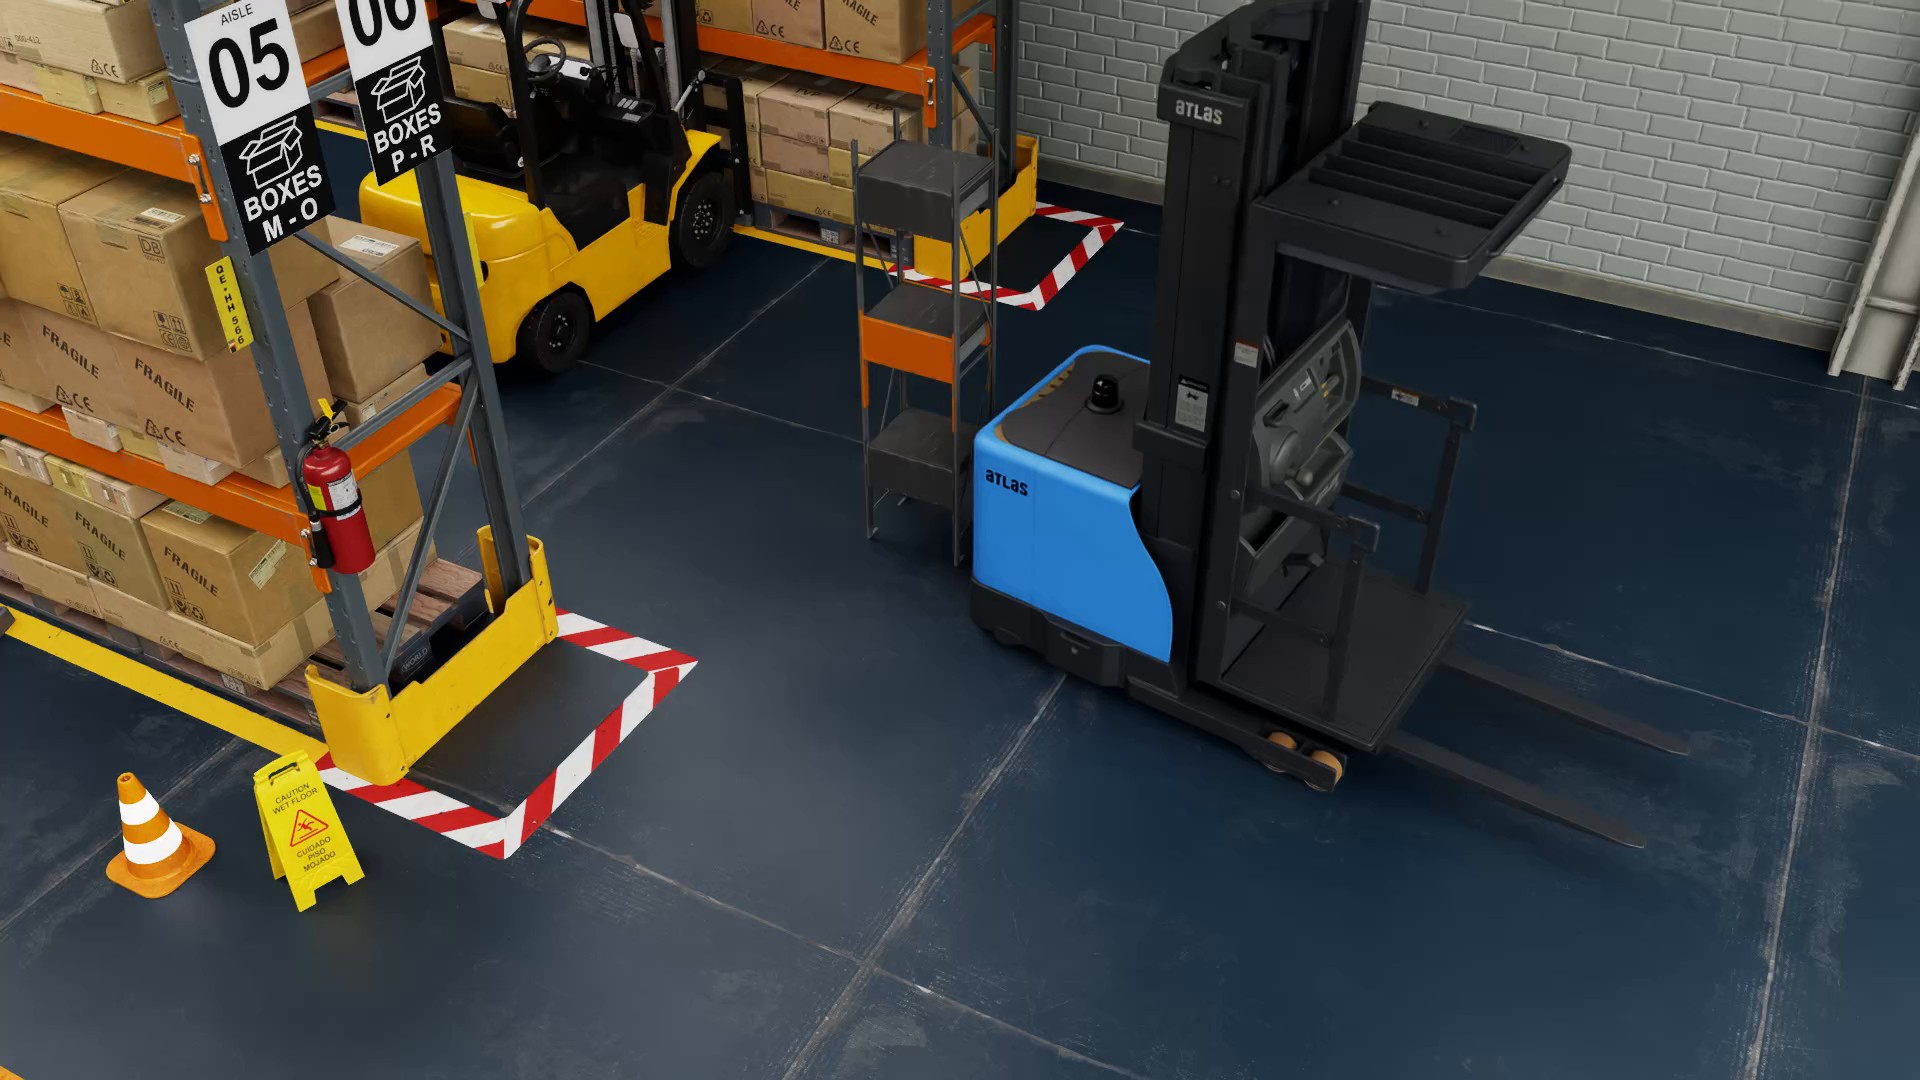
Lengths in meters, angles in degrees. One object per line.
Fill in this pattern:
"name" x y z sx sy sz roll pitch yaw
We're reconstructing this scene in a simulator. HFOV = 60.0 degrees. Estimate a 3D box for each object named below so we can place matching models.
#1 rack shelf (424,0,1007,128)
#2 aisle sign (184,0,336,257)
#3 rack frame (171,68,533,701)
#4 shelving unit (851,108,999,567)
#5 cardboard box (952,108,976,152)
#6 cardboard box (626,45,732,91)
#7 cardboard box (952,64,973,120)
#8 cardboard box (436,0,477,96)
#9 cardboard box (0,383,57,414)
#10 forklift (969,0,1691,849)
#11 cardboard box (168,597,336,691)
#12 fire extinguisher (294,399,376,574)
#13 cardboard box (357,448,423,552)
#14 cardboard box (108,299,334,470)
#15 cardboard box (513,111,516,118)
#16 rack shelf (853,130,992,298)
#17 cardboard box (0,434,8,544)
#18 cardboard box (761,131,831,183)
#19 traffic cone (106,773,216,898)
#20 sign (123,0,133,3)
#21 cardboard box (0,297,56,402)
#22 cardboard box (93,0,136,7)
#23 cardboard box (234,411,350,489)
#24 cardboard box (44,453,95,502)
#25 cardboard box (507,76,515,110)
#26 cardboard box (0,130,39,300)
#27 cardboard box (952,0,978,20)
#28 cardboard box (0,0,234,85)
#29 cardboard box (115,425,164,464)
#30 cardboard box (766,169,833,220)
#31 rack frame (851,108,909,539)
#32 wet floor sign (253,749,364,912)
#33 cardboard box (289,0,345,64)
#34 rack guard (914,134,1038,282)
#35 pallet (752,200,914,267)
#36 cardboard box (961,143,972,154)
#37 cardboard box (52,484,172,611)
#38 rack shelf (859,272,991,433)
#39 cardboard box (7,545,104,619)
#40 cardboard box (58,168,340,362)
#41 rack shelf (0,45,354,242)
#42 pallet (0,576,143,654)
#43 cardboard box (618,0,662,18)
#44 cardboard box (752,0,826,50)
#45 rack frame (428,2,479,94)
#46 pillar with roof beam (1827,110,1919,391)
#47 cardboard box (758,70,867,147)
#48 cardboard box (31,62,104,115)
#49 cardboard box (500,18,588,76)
"rack shelf" -1.687 -3.433 10.906 4.000 0.370 1.077 17 41 21
"aisle sign" -2.269 -1.360 5.430 0.004 0.787 0.394 17 41 21
"rack frame" -2.191 -0.497 6.444 0.127 3.000 1.000 17 41 21
"shelving unit" -0.147 -0.882 7.696 0.503 2.100 0.431 17 41 21
"cardboard box" -0.233 -2.677 10.828 0.500 0.250 0.500 18 41 22
"cardboard box" -1.819 -3.013 10.858 0.500 0.250 0.500 17 40 21
"cardboard box" -0.251 -2.869 10.668 0.500 0.250 0.500 17 40 21
"cardboard box" -3.932 -3.636 12.195 0.625 0.625 0.875 19 41 23
"cardboard box" -3.789 -0.704 6.924 0.250 0.149 0.380 17 40 21
"forklift" 1.548 -0.495 6.498 3.031 2.935 1.130 23 43 27
"cardboard box" -3.053 0.344 7.263 0.500 0.250 0.500 17 40 21
"fire extinguisher" -2.301 -0.187 6.099 0.183 0.674 0.296 17 41 21
"cardboard box" -2.801 -0.247 7.421 0.500 0.500 0.500 16 40 20
"cardboard box" -2.799 -0.658 6.328 0.500 0.500 0.500 17 40 21
"cardboard box" -2.728 -2.902 11.539 0.500 0.250 0.500 17 40 21
"rack shelf" -0.147 -1.429 7.281 0.480 0.518 0.431 17 41 21
"cardboard box" -4.402 -0.384 7.601 0.500 0.500 0.500 20 41 24
"cardboard box" -0.928 -2.547 10.658 0.500 0.250 0.500 17 40 21
"traffic cone" -3.166 1.086 6.456 0.334 0.463 0.336 17 41 21
"sign" -2.464 -1.752 4.884 0.005 0.325 0.100 17 41 21
"cardboard box" -3.684 -0.941 6.700 0.500 0.500 0.500 17 40 21
"cardboard box" -2.627 -1.845 5.287 0.250 0.149 0.380 18 41 22
"cardboard box" -2.621 -0.386 6.505 0.250 0.149 0.380 19 41 23
"cardboard box" -3.601 -0.347 7.016 0.250 0.149 0.380 18 41 22
"cardboard box" -2.727 -3.107 11.396 0.500 0.250 0.500 17 40 21
"cardboard box" -3.691 -1.310 6.359 0.500 0.500 0.700 17 40 21
"cardboard box" -0.223 -3.490 10.304 0.500 0.500 0.500 19 41 23
"cardboard box" -2.769 -1.748 5.489 0.500 0.250 0.500 17 40 21
"cardboard box" -3.115 -0.480 6.629 0.250 0.149 0.380 17 40 21
"cardboard box" -0.911 -2.340 10.798 0.500 0.250 0.500 17 41 21
"rack frame" -0.364 -0.950 7.785 0.015 2.100 0.400 17 41 21
"wet floor sign" -2.514 1.068 6.329 0.267 0.644 0.232 -29 46 -33
"cardboard box" -2.336 -1.858 5.964 0.250 0.149 0.380 17 41 22
"rack guard" 0.110 -2.161 10.703 0.348 0.500 1.175 17 41 21
"pallet" -0.610 -2.243 11.050 1.213 0.211 1.003 17 41 21
"cardboard box" -0.257 -2.477 10.979 0.500 0.250 0.500 18 41 22
"cardboard box" -3.487 -0.094 7.219 0.500 0.500 0.500 19 41 23
"rack shelf" -0.147 -0.872 7.704 0.480 0.518 0.431 17 41 21
"cardboard box" -3.956 0.060 7.637 0.500 0.250 0.500 16 40 20
"cardboard box" -2.745 -1.079 6.054 0.500 0.500 0.700 16 40 20
"rack shelf" -3.967 -1.962 6.487 4.000 0.370 1.077 17 41 21
"pallet" -4.042 0.008 8.085 1.213 0.211 1.003 17 41 21
"cardboard box" -1.832 -3.624 10.481 0.500 0.500 0.500 18 41 22
"cardboard box" -0.925 -3.348 10.117 0.500 0.500 0.500 19 41 23
"rack frame" -3.463 -4.275 11.421 0.127 3.000 1.000 17 41 21
"pillar with roof beam" 3.233 -2.251 3.792 0.400 9.000 9.100 17 41 21
"cardboard box" -0.920 -2.733 10.489 0.500 0.250 0.500 18 41 22
"cardboard box" -2.872 -1.593 5.614 0.250 0.149 0.380 18 41 22
"cardboard box" -2.728 -3.295 11.230 0.500 0.250 0.500 17 41 22
